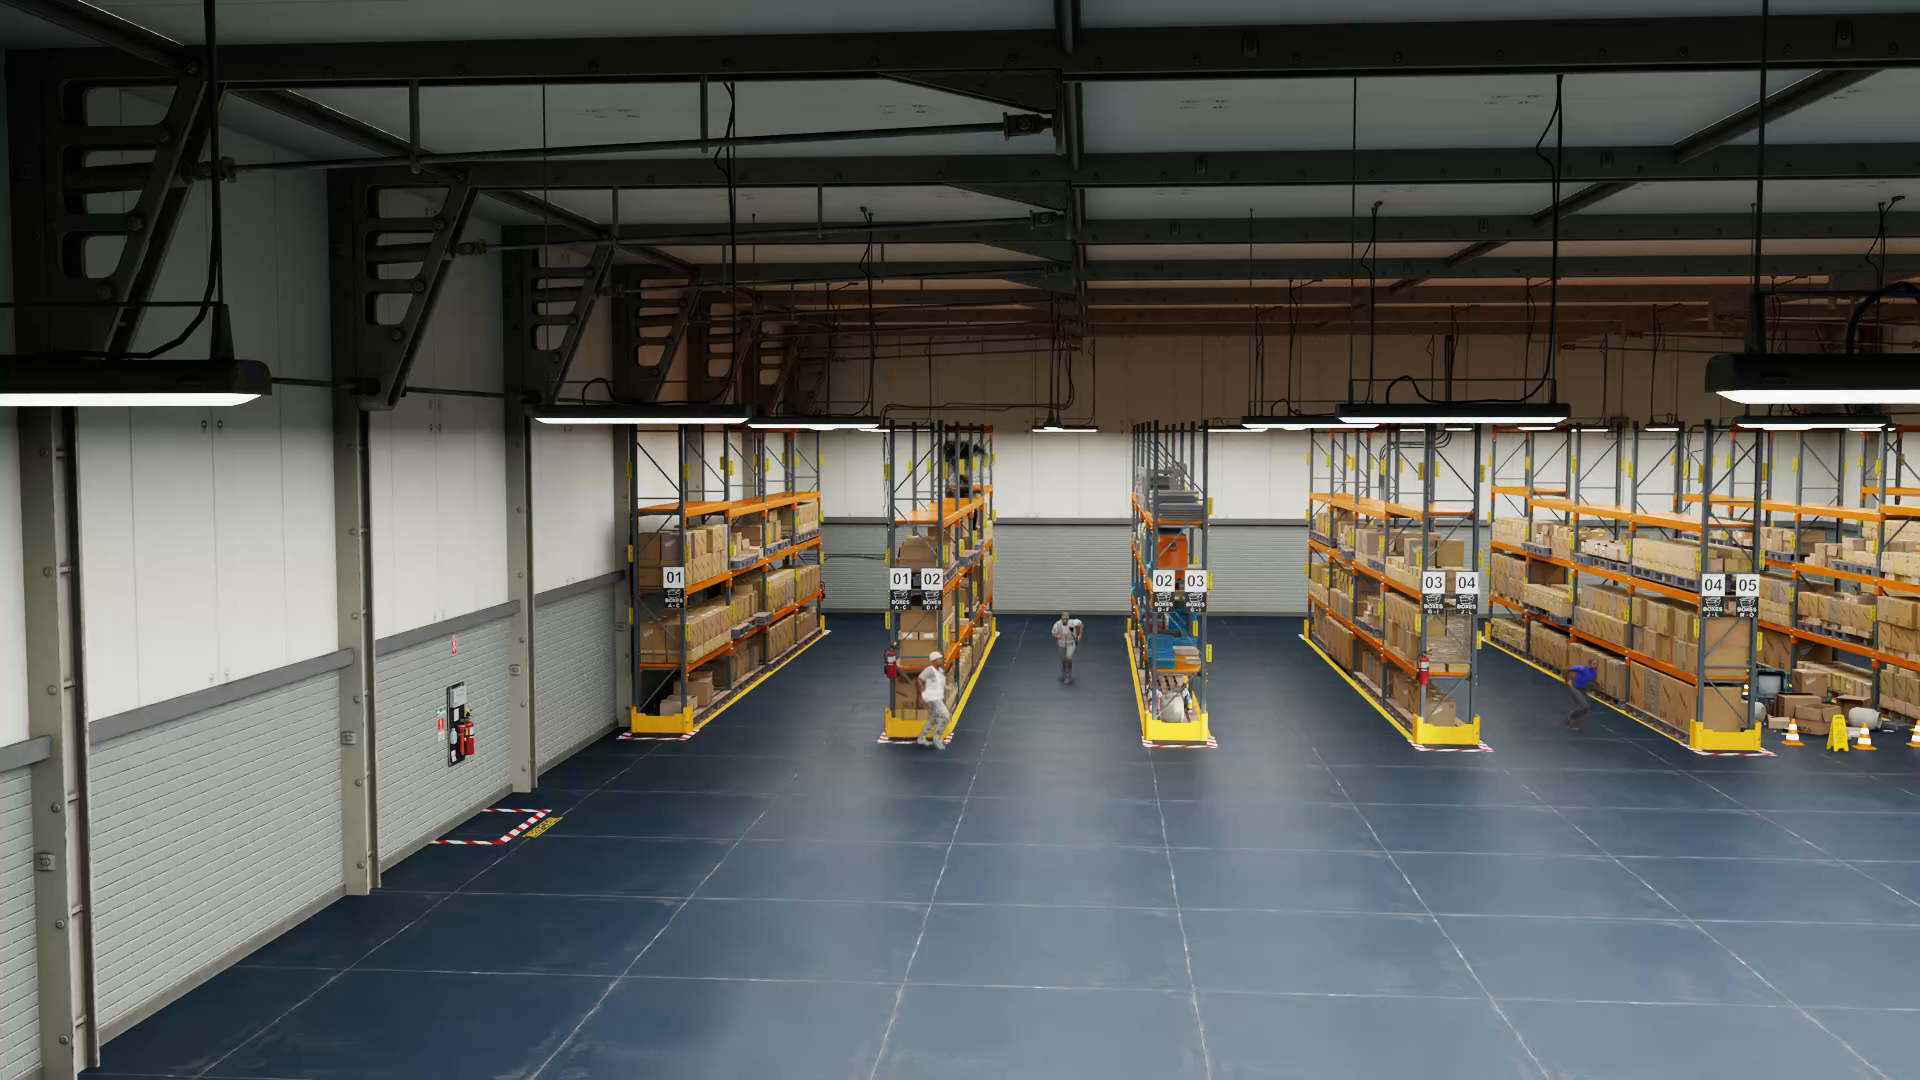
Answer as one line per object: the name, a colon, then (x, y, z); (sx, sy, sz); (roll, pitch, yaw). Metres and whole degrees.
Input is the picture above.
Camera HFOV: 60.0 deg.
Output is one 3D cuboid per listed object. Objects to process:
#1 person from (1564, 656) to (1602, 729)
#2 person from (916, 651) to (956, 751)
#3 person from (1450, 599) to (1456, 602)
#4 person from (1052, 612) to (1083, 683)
person: (11.960, 2.953, 32.042); (0.603, 1.486, 0.856); (-2, 4, -27)
person: (-0.457, 2.930, 30.315); (0.734, 1.807, 0.688); (1, 4, 16)
person: (13.658, 2.002, 46.016); (0.643, 1.726, 0.703); (1, 4, 12)
person: (2.498, 2.494, 38.622); (0.704, 1.709, 1.021); (1, 4, 9)
